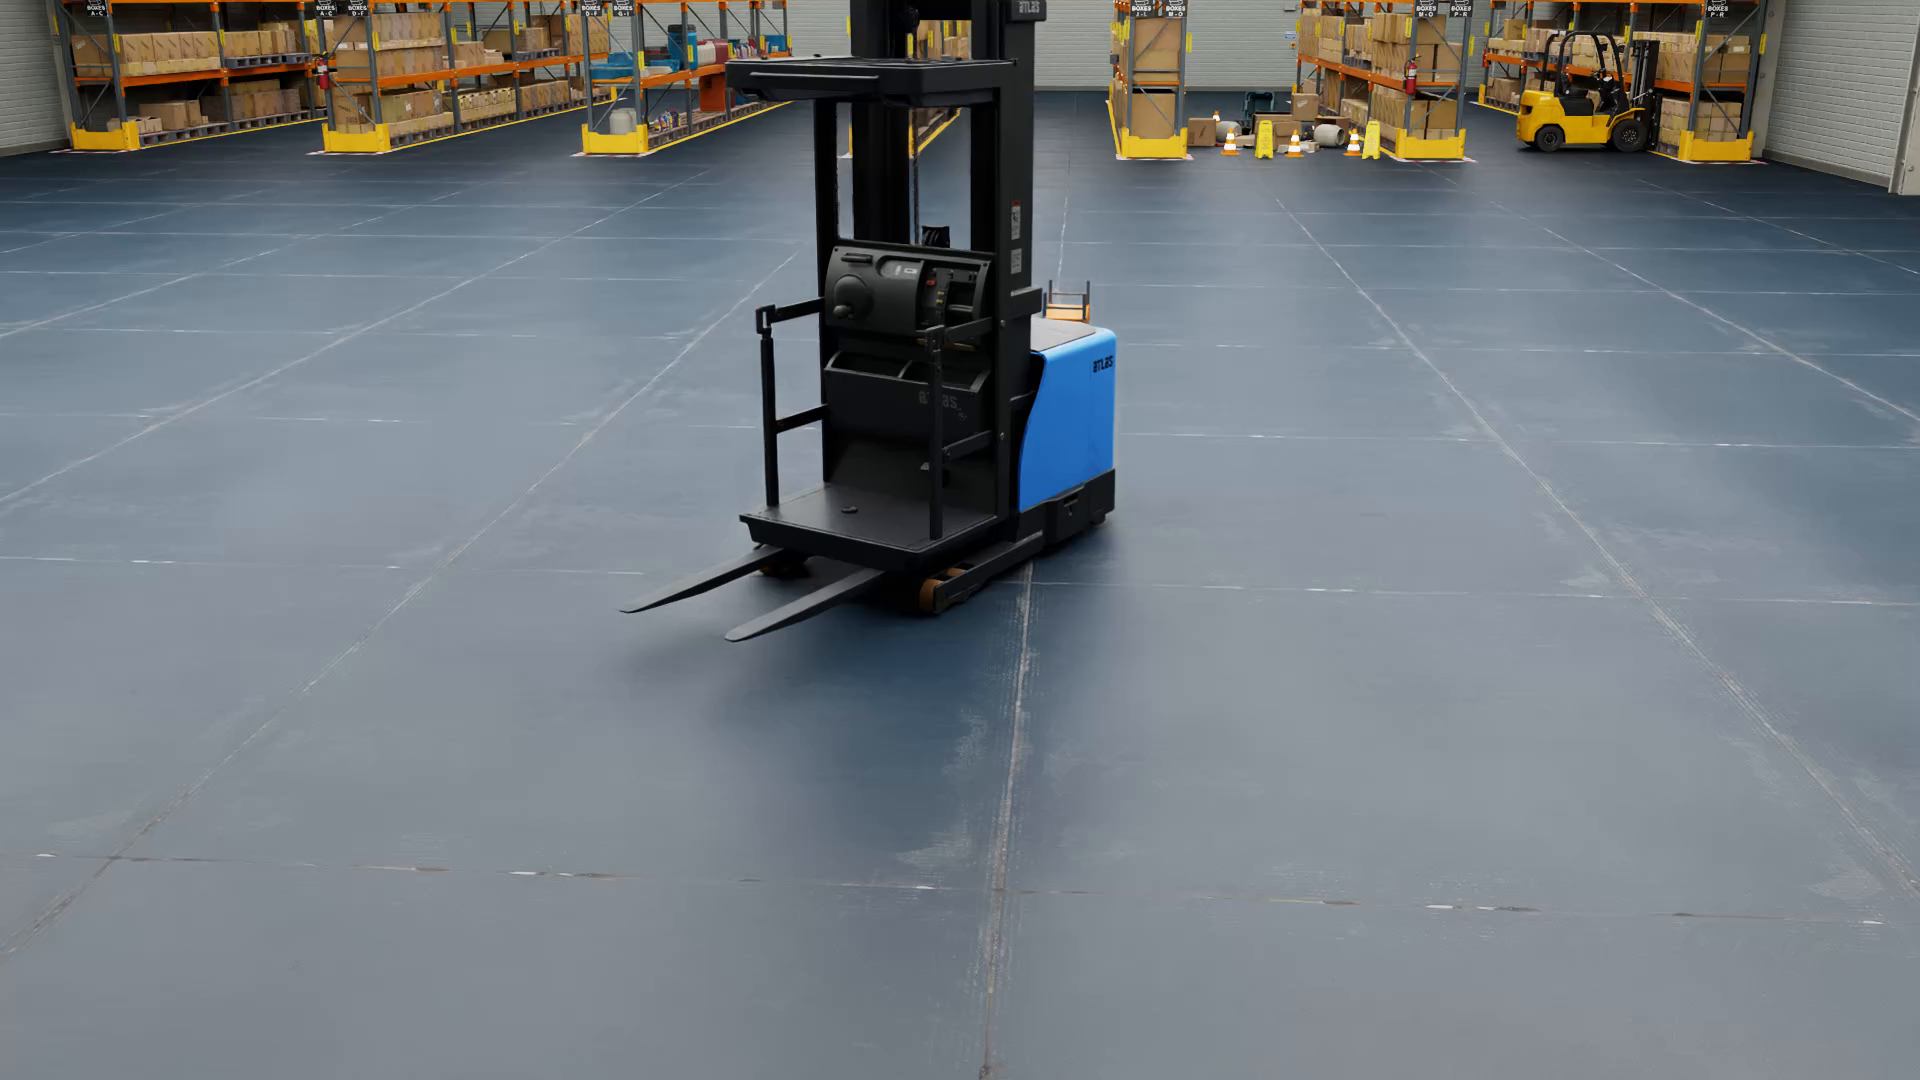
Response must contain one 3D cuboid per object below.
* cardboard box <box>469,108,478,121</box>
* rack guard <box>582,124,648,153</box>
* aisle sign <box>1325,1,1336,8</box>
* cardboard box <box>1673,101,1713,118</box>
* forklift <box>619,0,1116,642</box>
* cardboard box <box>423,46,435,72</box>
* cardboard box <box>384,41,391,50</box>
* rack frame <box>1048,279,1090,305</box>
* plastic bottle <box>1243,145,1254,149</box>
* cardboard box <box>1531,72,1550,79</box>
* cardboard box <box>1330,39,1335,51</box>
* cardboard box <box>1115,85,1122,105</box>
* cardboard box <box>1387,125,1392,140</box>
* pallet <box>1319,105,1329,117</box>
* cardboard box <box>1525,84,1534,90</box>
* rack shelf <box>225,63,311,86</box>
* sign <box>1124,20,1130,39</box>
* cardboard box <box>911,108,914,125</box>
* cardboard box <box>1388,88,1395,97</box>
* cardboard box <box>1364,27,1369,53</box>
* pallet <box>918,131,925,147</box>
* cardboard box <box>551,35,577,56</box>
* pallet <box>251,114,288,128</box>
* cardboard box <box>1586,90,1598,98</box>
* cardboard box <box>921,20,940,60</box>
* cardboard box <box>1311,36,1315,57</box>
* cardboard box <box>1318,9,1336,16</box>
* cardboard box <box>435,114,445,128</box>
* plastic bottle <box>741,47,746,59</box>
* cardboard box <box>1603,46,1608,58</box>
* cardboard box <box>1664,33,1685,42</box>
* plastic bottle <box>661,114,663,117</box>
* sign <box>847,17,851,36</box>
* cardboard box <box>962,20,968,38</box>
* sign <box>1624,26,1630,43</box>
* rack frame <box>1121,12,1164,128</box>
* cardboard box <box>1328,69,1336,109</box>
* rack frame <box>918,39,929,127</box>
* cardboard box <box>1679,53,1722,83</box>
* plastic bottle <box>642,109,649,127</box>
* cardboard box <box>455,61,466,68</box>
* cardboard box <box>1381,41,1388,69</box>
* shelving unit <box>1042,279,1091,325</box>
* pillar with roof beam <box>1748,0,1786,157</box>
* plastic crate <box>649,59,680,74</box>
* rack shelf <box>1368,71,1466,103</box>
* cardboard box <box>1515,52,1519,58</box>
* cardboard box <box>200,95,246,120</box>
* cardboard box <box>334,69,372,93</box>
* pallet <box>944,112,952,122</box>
[{"bbox_3d":[-10.713,-9.163,35.811,0.500,0.250,0.500,2,18,5],"label":"cardboard box"},{"bbox_3d":[-6.415,-7.474,30.930,1.175,0.500,0.348,1,18,4],"label":"rack guard"},{"bbox_3d":[9.913,-14.526,44.261,0.394,0.787,0.004,1,18,4],"label":"aisle sign"},{"bbox_3d":[13.125,-7.714,29.783,0.500,0.250,0.500,2,18,6],"label":"cardboard box"},{"bbox_3d":[-0.378,-1.210,7.909,1.130,2.935,3.031,12,21,32],"label":"forklift"},{"bbox_3d":[-11.084,-9.737,33.661,0.700,0.500,0.500,1,18,3],"label":"cardboard box"},{"bbox_3d":[-11.035,-9.381,31.534,0.380,0.149,0.250,1,18,4],"label":"cardboard box"},{"bbox_3d":[0.633,-0.943,9.870,0.240,1.200,0.015,2,18,6],"label":"rack frame"},{"bbox_3d":[5.495,-7.516,31.764,0.133,0.061,0.283,-5,19,-15],"label":"plastic bottle"},{"bbox_3d":[14.001,-11.197,40.098,0.380,0.149,0.250,0,18,1],"label":"cardboard box"},{"bbox_3d":[8.856,-11.431,38.431,0.500,0.250,0.500,1,18,2],"label":"cardboard box"},{"bbox_3d":[3.821,-9.252,35.280,1.050,0.750,0.750,1,18,4],"label":"cardboard box"},{"bbox_3d":[8.286,-7.616,31.091,0.500,0.250,0.500,1,18,4],"label":"cardboard box"},{"bbox_3d":[9.332,-10.466,40.525,1.003,0.211,1.213,1,18,4],"label":"pallet"},{"bbox_3d":[14.004,-10.789,40.373,0.500,0.500,0.500,2,18,6],"label":"cardboard box"},{"bbox_3d":[-15.825,-10.380,36.940,1.077,0.370,4.000,1,18,4],"label":"rack shelf"},{"bbox_3d":[2.967,-9.064,29.528,0.100,0.325,0.005,1,18,4],"label":"sign"},{"bbox_3d":[-1.248,-8.479,33.324,0.500,0.500,0.500,7,20,21],"label":"cardboard box"},{"bbox_3d":[8.250,-8.393,31.216,0.380,0.149,0.250,2,18,6],"label":"cardboard box"},{"bbox_3d":[8.577,-10.239,34.041,0.500,0.500,0.500,1,18,4],"label":"cardboard box"},{"bbox_3d":[-1.244,-7.855,32.556,1.003,0.211,1.213,1,18,4],"label":"pallet"},{"bbox_3d":[-10.145,-12.676,42.630,0.500,0.500,0.500,2,18,5],"label":"cardboard box"},{"bbox_3d":[-15.829,-9.398,37.264,1.003,0.211,1.213,1,18,4],"label":"pallet"},{"bbox_3d":[13.879,-9.355,35.796,0.875,0.625,0.625,2,18,6],"label":"cardboard box"},{"bbox_3d":[-0.950,-10.497,34.505,1.000,1.000,1.000,1,18,4],"label":"cardboard box"},{"bbox_3d":[9.121,-12.390,41.757,0.500,0.500,0.500,1,18,3],"label":"cardboard box"},{"bbox_3d":[9.016,-12.966,40.869,0.380,0.149,0.250,1,18,3],"label":"cardboard box"},{"bbox_3d":[-10.888,-8.580,34.033,0.500,0.250,0.500,1,18,4],"label":"cardboard box"},{"bbox_3d":[-5.291,-11.864,40.512,0.152,0.276,0.135,1,18,4],"label":"plastic bottle"},{"bbox_3d":[13.542,-10.081,34.311,0.500,0.250,0.500,2,18,5],"label":"cardboard box"},{"bbox_3d":[13.357,-9.363,31.001,0.380,0.149,0.250,1,18,4],"label":"cardboard box"},{"bbox_3d":[-5.986,-8.426,33.476,0.061,0.283,0.133,1,18,4],"label":"plastic bottle"},{"bbox_3d":[-1.985,-9.246,29.956,0.100,0.325,0.005,1,18,4],"label":"sign"},{"bbox_3d":[-0.059,-13.765,44.674,0.500,0.500,0.500,2,18,5],"label":"cardboard box"},{"bbox_3d":[13.147,-9.960,32.770,0.100,0.325,0.005,1,18,4],"label":"sign"},{"bbox_3d":[3.794,-9.627,33.486,1.000,3.000,0.127,1,18,4],"label":"rack frame"},{"bbox_3d":[9.290,-10.747,39.643,0.875,0.875,0.875,2,18,6],"label":"cardboard box"},{"bbox_3d":[-1.146,-9.769,33.920,1.000,3.000,0.127,1,18,4],"label":"rack frame"},{"bbox_3d":[13.176,-8.402,29.587,0.500,0.500,0.500,1,18,3],"label":"cardboard box"},{"bbox_3d":[-6.414,-8.585,33.855,0.144,0.351,0.185,1,18,4],"label":"plastic bottle"},{"bbox_3d":[-10.759,-10.143,35.463,0.380,0.149,0.250,1,18,4],"label":"cardboard box"},{"bbox_3d":[8.367,-9.294,31.832,0.500,0.500,0.500,1,18,3],"label":"cardboard box"},{"bbox_3d":[0.605,-0.870,9.639,0.258,1.200,0.503,2,18,6],"label":"shelving unit"},{"bbox_3d":[10.058,-11.339,29.076,9.100,9.000,0.400,1,18,4],"label":"pillar with roof beam"},{"bbox_3d":[-5.895,-9.459,33.213,0.499,0.251,0.616,1,18,4],"label":"plastic crate"},{"bbox_3d":[8.595,-8.585,31.461,1.077,0.370,4.000,1,18,4],"label":"rack shelf"},{"bbox_3d":[14.025,-12.071,41.348,0.380,0.149,0.250,2,18,5],"label":"cardboard box"},{"bbox_3d":[-15.932,-9.351,35.952,0.700,0.500,0.500,2,18,6],"label":"cardboard box"},{"bbox_3d":[-15.311,-11.559,42.159,0.750,0.750,0.750,1,18,5],"label":"cardboard box"},{"bbox_3d":[-0.728,-9.930,38.888,1.003,0.211,1.213,1,18,4],"label":"pallet"}]
